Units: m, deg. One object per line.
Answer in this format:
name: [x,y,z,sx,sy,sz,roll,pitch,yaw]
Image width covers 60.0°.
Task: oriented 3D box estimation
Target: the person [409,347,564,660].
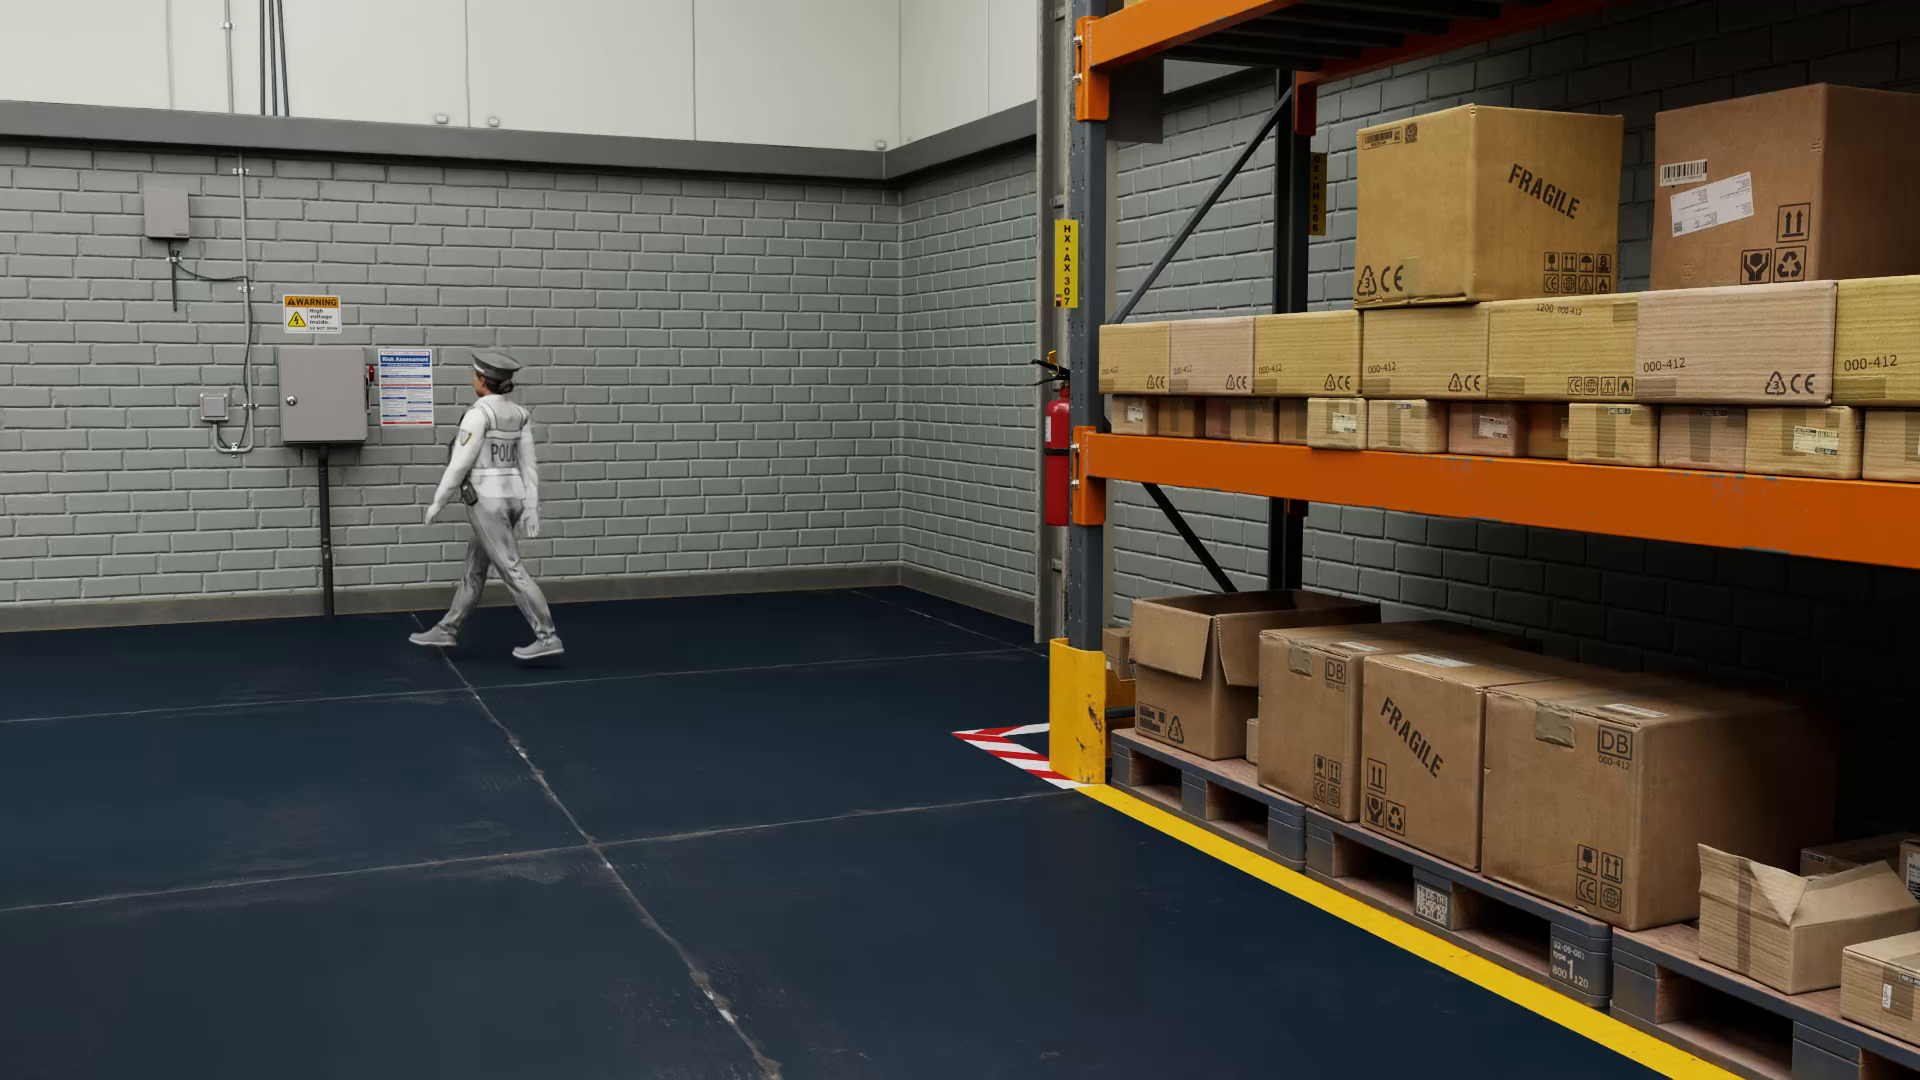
person: [-2.546,-0.199,8.765,1.015,1.629,0.494,2,6,17]
